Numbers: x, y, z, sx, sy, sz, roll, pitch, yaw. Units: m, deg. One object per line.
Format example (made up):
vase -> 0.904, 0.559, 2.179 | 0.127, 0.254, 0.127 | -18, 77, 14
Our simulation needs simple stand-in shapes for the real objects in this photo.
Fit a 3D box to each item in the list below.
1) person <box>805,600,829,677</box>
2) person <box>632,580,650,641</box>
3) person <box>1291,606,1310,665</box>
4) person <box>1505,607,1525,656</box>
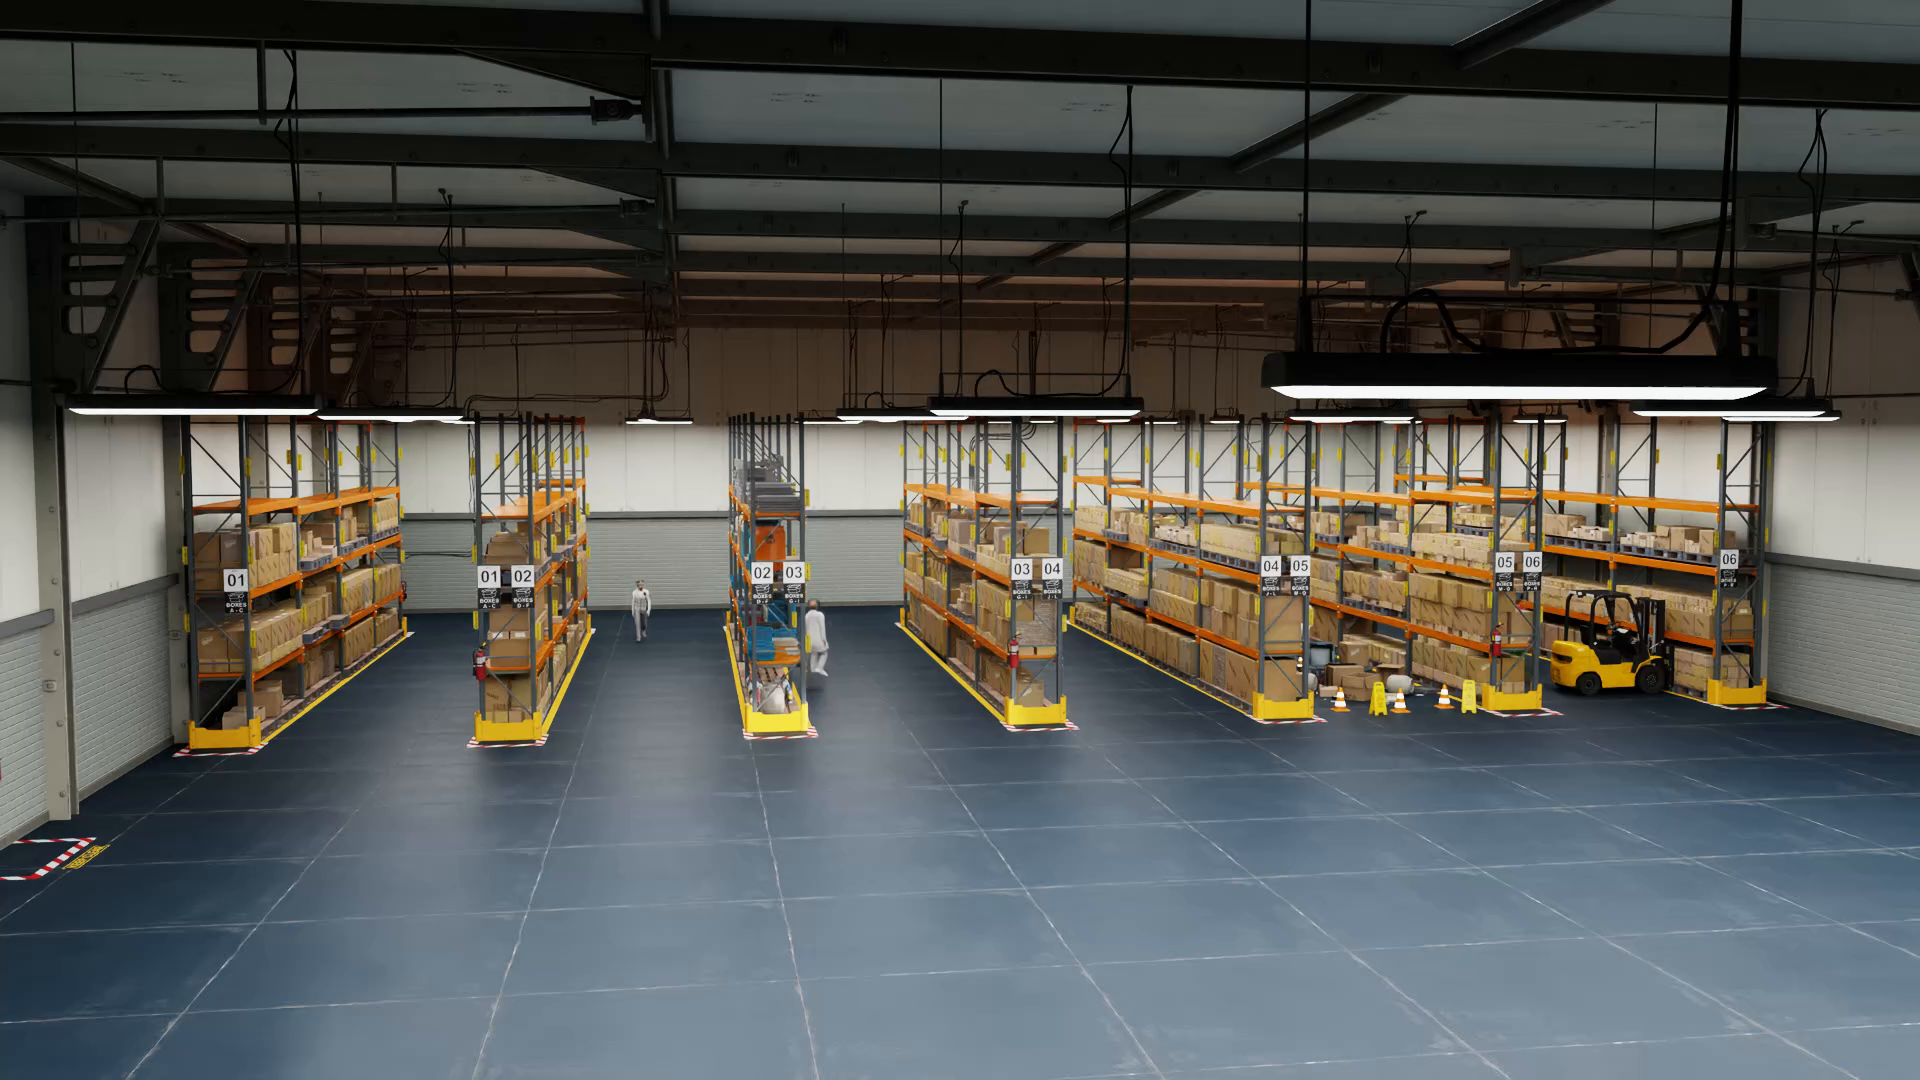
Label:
person -> -3.214, 2.228, 36.816 | 0.618, 1.593, 0.572 | 1, 4, 9
person -> -8.547, 1.862, 44.549 | 0.492, 1.634, 0.853 | -1, 4, -12
person -> 8.151, 2.159, 39.602 | 0.532, 1.818, 0.556 | -1, 4, -20
person -> 12.706, 2.308, 37.996 | 0.629, 1.678, 0.789 | -1, 4, -10
